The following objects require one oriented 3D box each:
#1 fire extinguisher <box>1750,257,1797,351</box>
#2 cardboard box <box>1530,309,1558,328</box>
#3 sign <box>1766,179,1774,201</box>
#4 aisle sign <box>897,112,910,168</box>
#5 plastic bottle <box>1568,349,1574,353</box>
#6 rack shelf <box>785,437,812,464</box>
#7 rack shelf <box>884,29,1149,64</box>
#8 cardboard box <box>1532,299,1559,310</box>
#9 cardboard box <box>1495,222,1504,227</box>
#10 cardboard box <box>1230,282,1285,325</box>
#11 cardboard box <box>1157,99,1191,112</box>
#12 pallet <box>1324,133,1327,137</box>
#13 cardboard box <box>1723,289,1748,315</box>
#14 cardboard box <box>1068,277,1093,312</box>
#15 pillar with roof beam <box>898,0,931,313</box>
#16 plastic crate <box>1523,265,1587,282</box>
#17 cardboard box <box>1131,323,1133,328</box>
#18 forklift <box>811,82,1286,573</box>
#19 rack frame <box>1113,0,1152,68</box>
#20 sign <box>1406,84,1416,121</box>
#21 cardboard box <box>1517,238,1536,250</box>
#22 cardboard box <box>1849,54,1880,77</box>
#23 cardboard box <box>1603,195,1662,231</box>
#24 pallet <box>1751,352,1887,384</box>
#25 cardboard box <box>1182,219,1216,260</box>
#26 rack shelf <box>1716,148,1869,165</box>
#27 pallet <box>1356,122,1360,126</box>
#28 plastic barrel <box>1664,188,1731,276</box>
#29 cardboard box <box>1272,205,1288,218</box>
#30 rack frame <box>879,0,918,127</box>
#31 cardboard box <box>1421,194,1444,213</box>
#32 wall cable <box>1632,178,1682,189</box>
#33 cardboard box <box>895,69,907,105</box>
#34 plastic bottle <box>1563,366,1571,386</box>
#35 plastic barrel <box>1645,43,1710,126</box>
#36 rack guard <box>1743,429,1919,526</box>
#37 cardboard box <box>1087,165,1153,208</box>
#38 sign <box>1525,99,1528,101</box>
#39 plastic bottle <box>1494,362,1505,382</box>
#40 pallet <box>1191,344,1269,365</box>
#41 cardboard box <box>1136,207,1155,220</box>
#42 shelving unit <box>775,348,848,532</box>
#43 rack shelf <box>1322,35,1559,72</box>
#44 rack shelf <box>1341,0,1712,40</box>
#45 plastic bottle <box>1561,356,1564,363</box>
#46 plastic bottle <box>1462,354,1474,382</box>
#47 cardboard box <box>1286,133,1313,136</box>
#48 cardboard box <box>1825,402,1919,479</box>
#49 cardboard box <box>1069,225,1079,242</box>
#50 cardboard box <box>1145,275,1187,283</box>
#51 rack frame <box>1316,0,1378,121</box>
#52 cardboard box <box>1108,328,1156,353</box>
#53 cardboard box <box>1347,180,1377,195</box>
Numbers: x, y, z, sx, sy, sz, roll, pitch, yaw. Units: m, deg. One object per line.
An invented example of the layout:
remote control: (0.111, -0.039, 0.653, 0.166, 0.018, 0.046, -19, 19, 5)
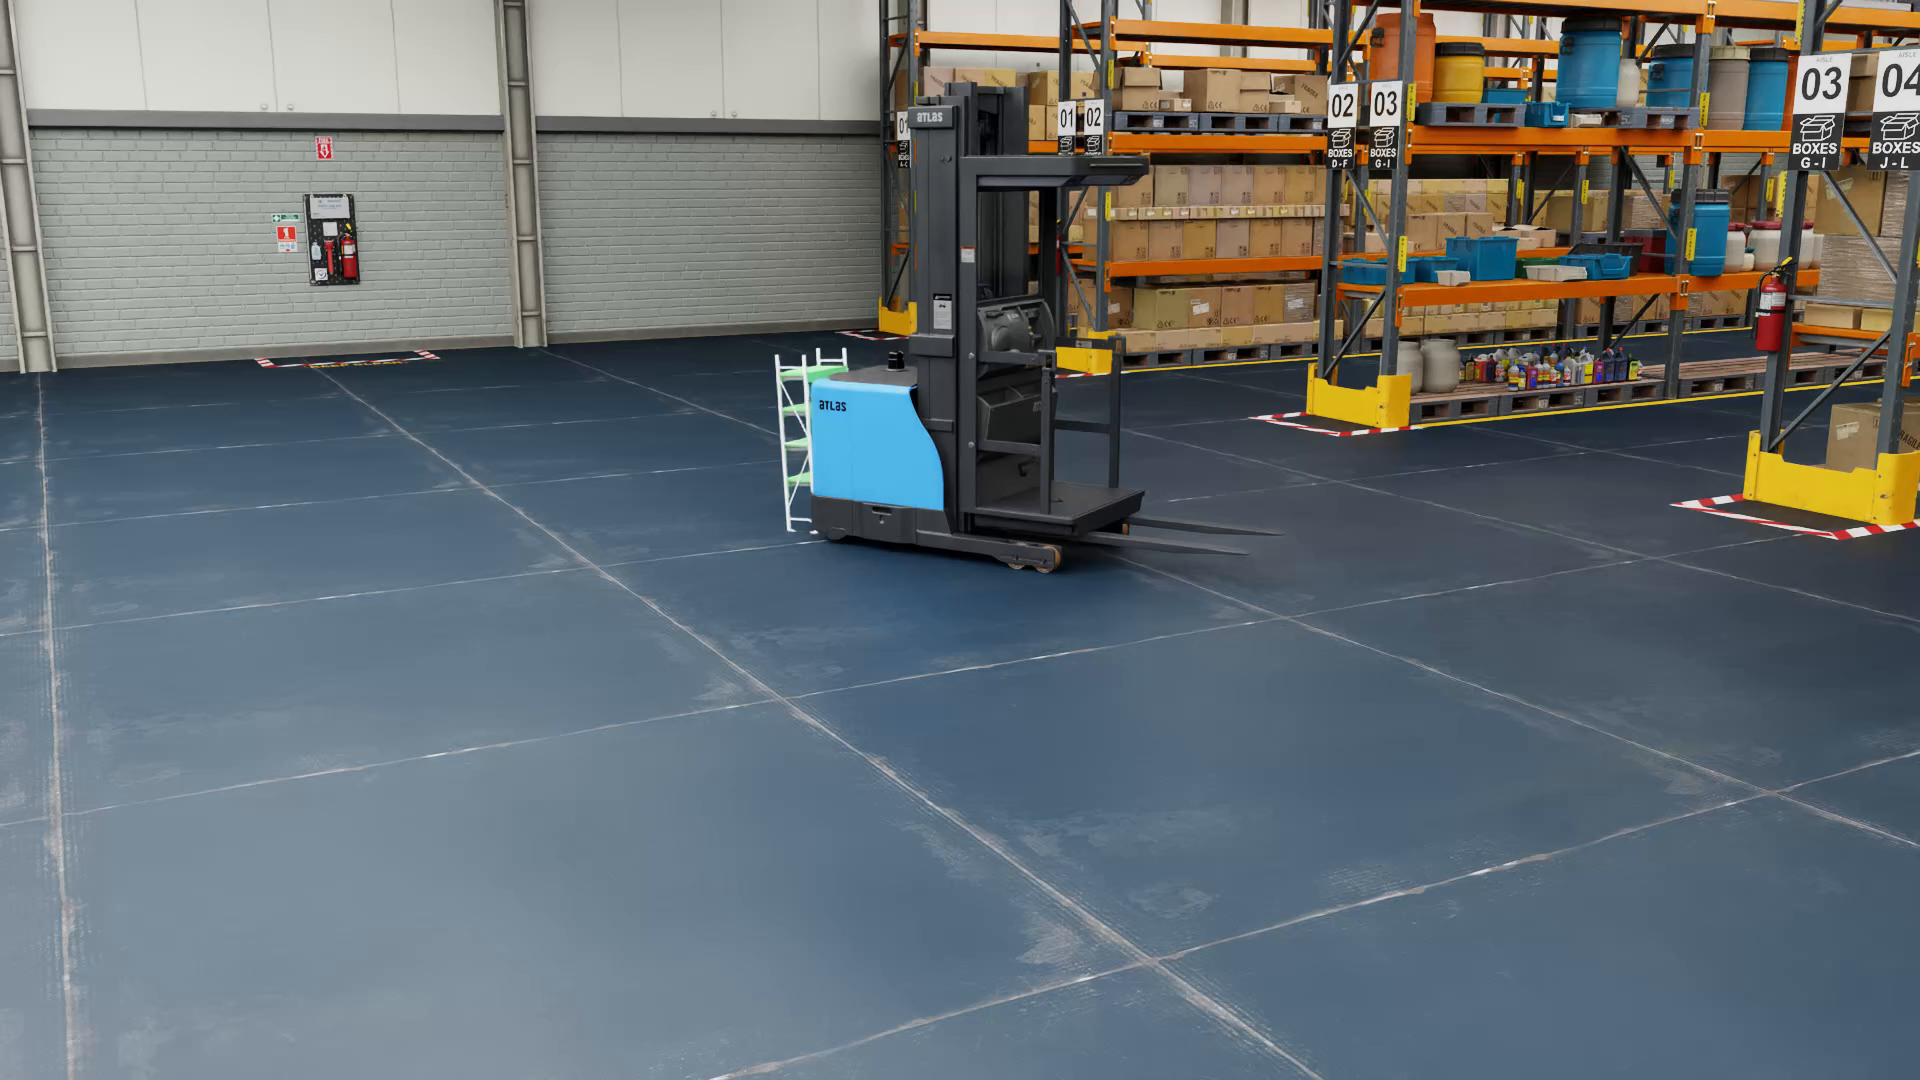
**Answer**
fire extinguisher: (5.912, -1.719, 12.093, 0.183, 0.674, 0.296, -7, 14, -28)
cardboard box: (8.167, -3.192, 23.769, 0.500, 0.250, 0.500, -6, 14, -27)
sign: (12.291, -5.310, 25.237, 0.005, 0.325, 0.100, -7, 14, -28)
aisle sign: (-0.807, -5.747, 23.892, 0.004, 0.787, 0.394, -7, 14, -28)
plastic bottle: (6.610, -1.953, 18.157, 0.135, 0.276, 0.152, -6, 14, -26)
rack shelf: (-0.980, -0.631, 11.437, 0.258, 0.148, 0.480, 3, 13, 29)
rack shelf: (0.868, -7.329, 24.824, 4.000, 0.370, 1.077, -7, 14, -28)
cardboard box: (8.170, -3.466, 23.706, 0.500, 0.311, 0.500, -6, 14, -26)
cardboard box: (9.484, -5.603, 29.703, 0.250, 0.149, 0.380, -7, 14, -27)
cardboard box: (3.817, -3.045, 21.407, 0.500, 0.500, 0.500, -7, 14, -28)
cardboard box: (2.607, -5.294, 20.264, 0.250, 0.149, 0.380, -7, 14, -28)
pallet: (6.674, -6.835, 28.246, 1.003, 0.211, 1.213, -6, 14, -25)
cardboard box: (11.727, -3.740, 25.588, 0.500, 0.500, 0.500, -7, 14, -28)
cardboard box: (1.732, -3.843, 26.045, 0.500, 0.500, 0.500, -8, 15, -32)
pillar with roof beam: (1.375, -6.882, 21.191, 0.400, 9.000, 9.100, -7, 14, -28)
plastic crate: (6.067, -2.707, 16.908, 0.437, 0.136, 0.530, -7, 14, -28)
cardboard box: (2.252, -2.621, 21.232, 0.500, 0.250, 0.500, -7, 14, -28)
forklift: (0.541, -1.361, 10.481, 3.031, 2.935, 1.130, 7, 15, 29)
rack frame: (2.624, -7.892, 25.680, 0.127, 3.000, 1.000, -7, 14, -28)
sign: (4.119, -3.996, 15.181, 0.005, 0.325, 0.100, -7, 14, -28)
cardboard box: (7.854, -4.161, 23.338, 0.250, 0.149, 0.380, -7, 14, -28)
cardboard box: (6.327, -3.354, 11.784, 0.250, 0.149, 0.380, -7, 14, -28)
cardboard box: (9.904, -4.832, 24.566, 0.500, 0.500, 0.700, -4, 13, -17)
pallet: (10.183, -2.042, 19.702, 1.213, 0.211, 1.003, -7, 14, -28)
cardboard box: (2.803, -3.792, 20.901, 0.500, 0.500, 0.700, -7, 14, -27)
rack shelf: (13.778, -6.175, 26.522, 4.000, 0.370, 1.077, -7, 14, -28)
pallet: (5.768, -5.476, 22.213, 1.217, 0.209, 0.805, -8, 15, -30)
plastic barrel: (7.855, -3.282, 17.721, 0.708, 0.901, 0.600, -7, 14, -28)
cardboard box: (3.970, -4.199, 21.231, 0.250, 0.149, 0.380, -7, 14, -28)
rack frame: (-0.887, -7.471, 23.810, 0.127, 3.000, 1.000, -7, 14, -28)
cardboard box: (8.037, -5.753, 28.888, 0.500, 0.500, 0.500, -6, 14, -26)
wall cable: (13.827, -7.040, 33.245, 1.851, 1.984, 0.084, -7, 14, -28)
cardboard box: (-0.634, -6.649, 24.442, 0.500, 0.500, 0.500, -6, 14, -25)
plastic bottle: (6.256, -1.694, 17.174, 0.097, 0.201, 0.097, 0, 13, 0)
plastic barrel: (7.713, -4.859, 17.894, 0.708, 0.901, 0.600, -7, 14, -28)
rack guard: (6.300, -0.469, 12.053, 0.348, 0.500, 1.175, -7, 14, -28)
cardboard box: (1.952, -4.324, 20.307, 0.500, 0.500, 0.700, -7, 14, -28)
sign: (9.914, -7.572, 29.197, 0.005, 0.325, 0.100, -7, 14, -28)
plastic bottle: (5.694, -1.776, 17.539, 0.097, 0.201, 0.097, 0, 13, 0)
pallet: (3.210, -2.445, 21.494, 1.213, 0.211, 1.003, -7, 14, -28)
cardboard box: (2.168, -3.983, 20.271, 0.250, 0.149, 0.380, -7, 15, -29)
shelving unit: (-0.983, -0.693, 11.425, 0.258, 1.200, 0.503, 3, 13, 29)
rack shelf: (6.756, -6.602, 22.497, 4.000, 0.370, 1.077, -7, 14, -28)
rack shelf: (5.615, -5.226, 16.384, 4.000, 0.370, 1.077, -7, 14, -28)
plastic bottle: (6.295, -1.772, 17.334, 0.133, 0.283, 0.061, -7, 14, -28)
plastic bottle: (5.355, -1.818, 17.539, 0.133, 0.283, 0.061, -6, 14, -26)
cardboard box: (5.632, -6.688, 27.318, 0.500, 0.311, 0.500, -7, 14, -28)
cardboard box: (6.789, -0.728, 12.249, 0.500, 0.500, 0.500, -4, 13, -17)
cardboard box: (1.478, -4.686, 25.397, 0.500, 0.250, 0.500, -7, 14, -28)
cardboard box: (3.262, -4.041, 26.923, 0.500, 0.500, 0.700, -6, 14, -26)
rack frame: (5.001, -6.937, 21.439, 0.127, 3.000, 1.000, -7, 14, -28)
cardboard box: (2.067, -2.467, 20.544, 0.500, 0.250, 0.500, -7, 14, -28)
cardboard box: (6.682, -5.956, 28.085, 0.500, 0.250, 0.500, -6, 14, -27)
